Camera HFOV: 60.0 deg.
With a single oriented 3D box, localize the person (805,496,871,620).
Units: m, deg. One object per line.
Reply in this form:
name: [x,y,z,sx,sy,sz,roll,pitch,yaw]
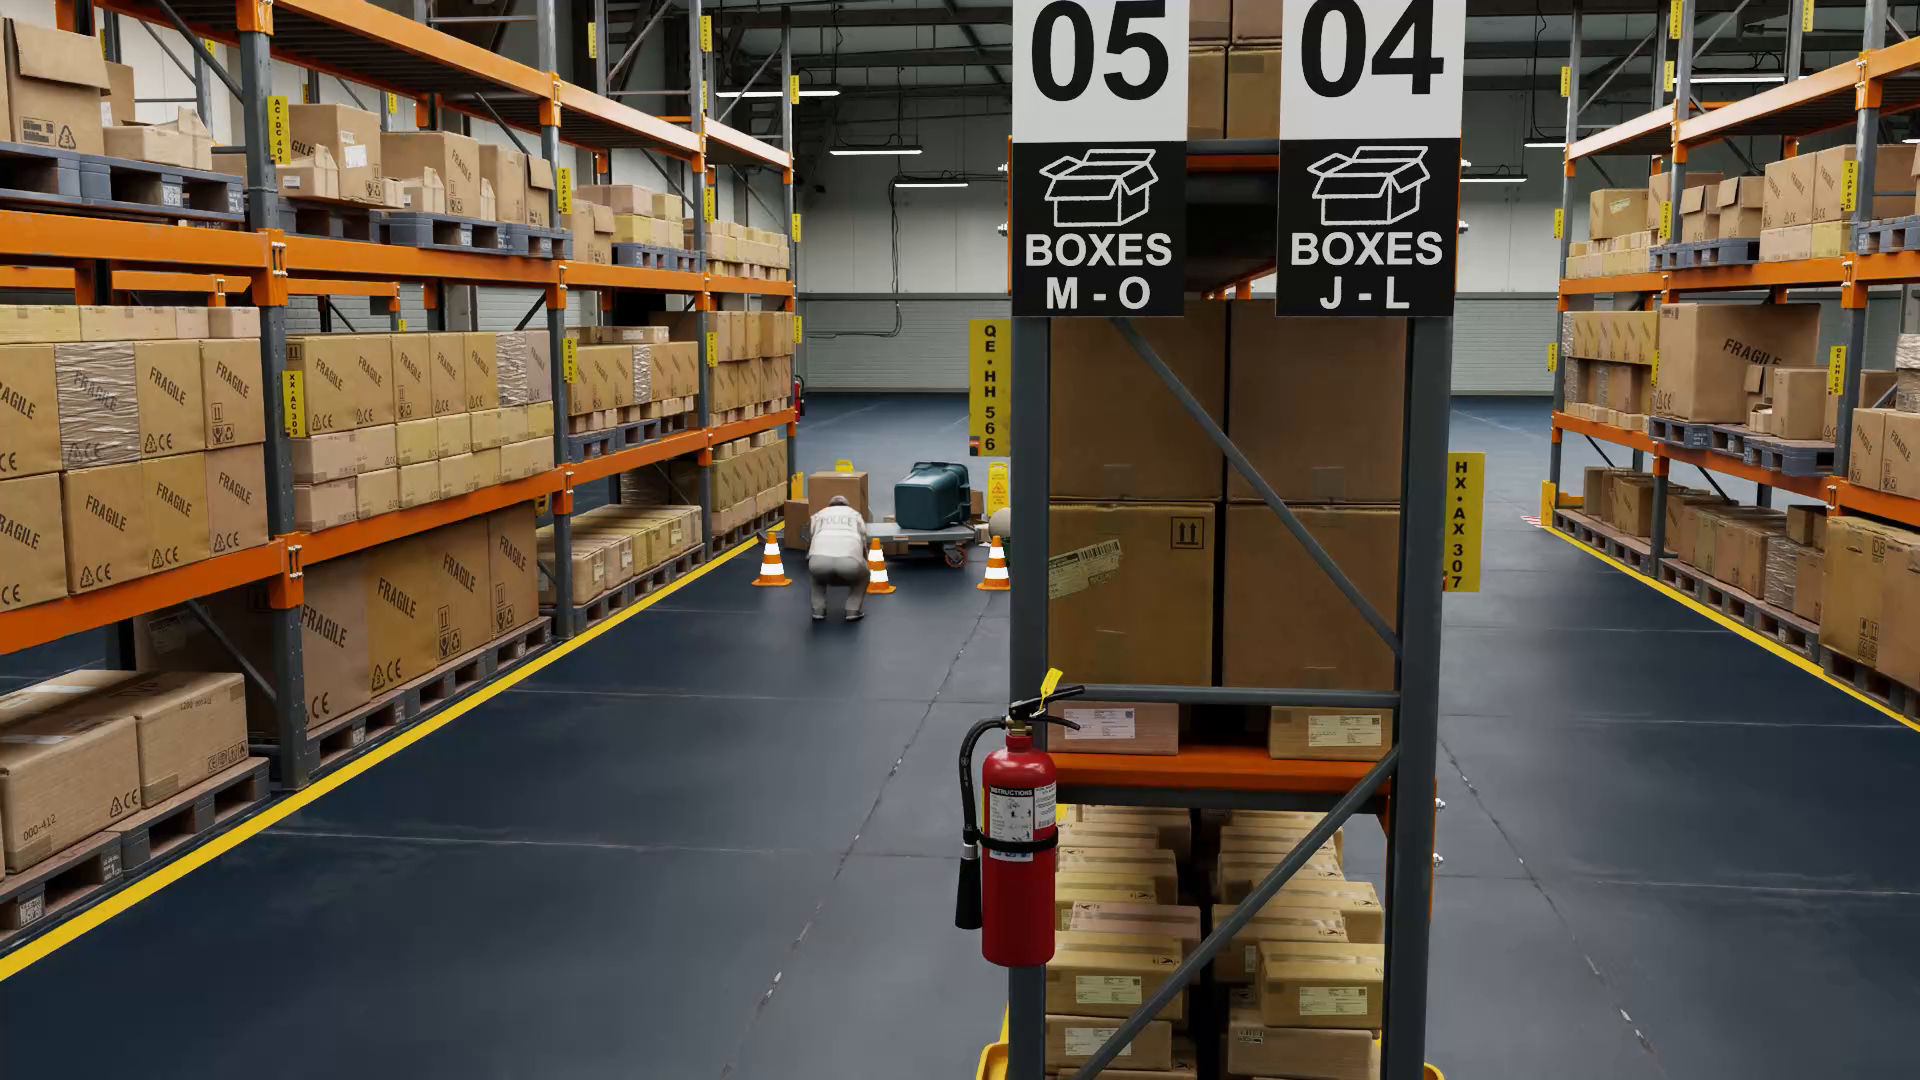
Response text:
person: [-0.980,0.149,13.415,0.507,0.949,0.876,1,8,5]
